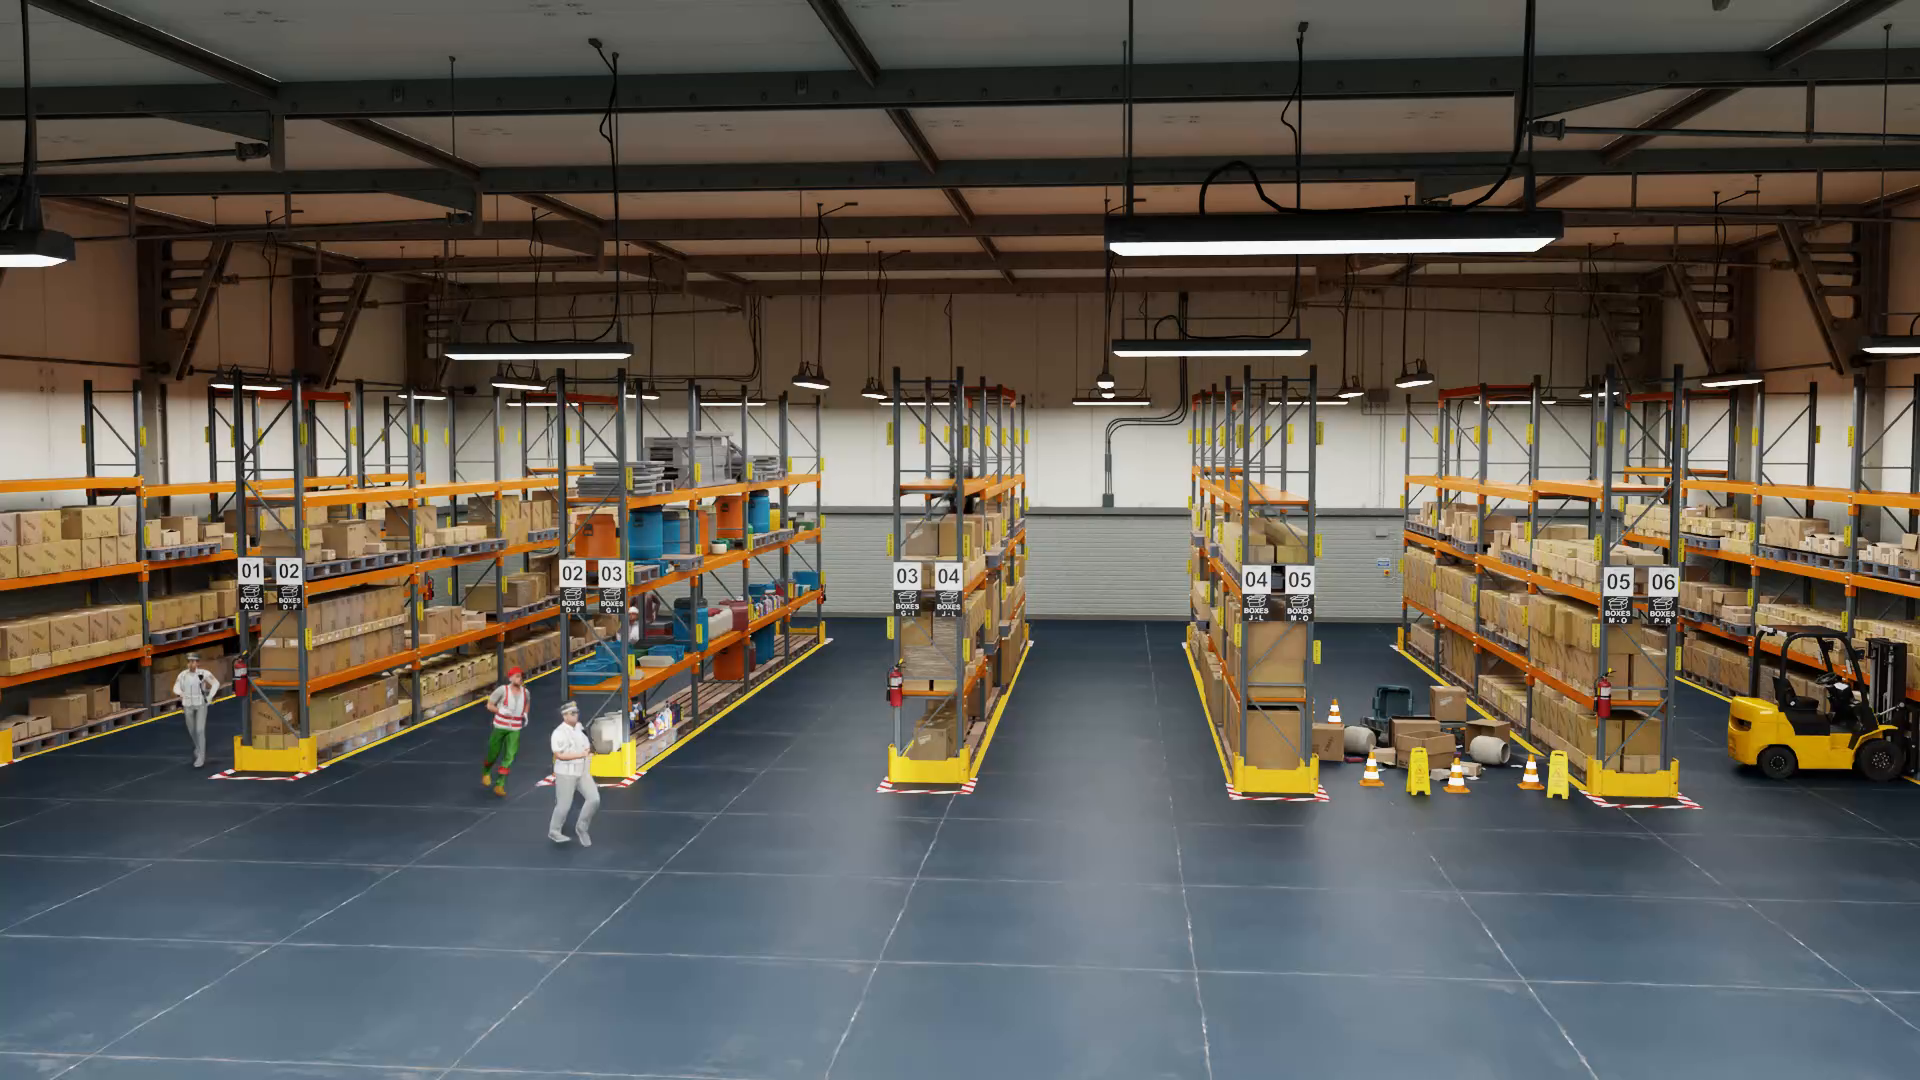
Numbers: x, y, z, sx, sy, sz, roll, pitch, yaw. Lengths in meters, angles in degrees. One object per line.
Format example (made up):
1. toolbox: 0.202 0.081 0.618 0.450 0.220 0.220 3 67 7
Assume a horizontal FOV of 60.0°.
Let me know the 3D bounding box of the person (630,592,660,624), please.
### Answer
1. person: -6.970 1.881 36.661 0.685 1.767 0.793 0 4 -4

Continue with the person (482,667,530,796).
1. person: -6.351 2.659 23.473 0.672 1.757 0.952 -2 4 -29

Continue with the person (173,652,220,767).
1. person: -11.694 2.549 25.408 0.633 1.699 0.912 0 4 -7

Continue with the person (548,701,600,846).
1. person: -4.711 2.869 20.294 0.736 1.818 0.637 2 4 33

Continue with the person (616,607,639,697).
1. person: -6.279 2.146 31.720 0.644 1.749 0.642 0 4 -2
